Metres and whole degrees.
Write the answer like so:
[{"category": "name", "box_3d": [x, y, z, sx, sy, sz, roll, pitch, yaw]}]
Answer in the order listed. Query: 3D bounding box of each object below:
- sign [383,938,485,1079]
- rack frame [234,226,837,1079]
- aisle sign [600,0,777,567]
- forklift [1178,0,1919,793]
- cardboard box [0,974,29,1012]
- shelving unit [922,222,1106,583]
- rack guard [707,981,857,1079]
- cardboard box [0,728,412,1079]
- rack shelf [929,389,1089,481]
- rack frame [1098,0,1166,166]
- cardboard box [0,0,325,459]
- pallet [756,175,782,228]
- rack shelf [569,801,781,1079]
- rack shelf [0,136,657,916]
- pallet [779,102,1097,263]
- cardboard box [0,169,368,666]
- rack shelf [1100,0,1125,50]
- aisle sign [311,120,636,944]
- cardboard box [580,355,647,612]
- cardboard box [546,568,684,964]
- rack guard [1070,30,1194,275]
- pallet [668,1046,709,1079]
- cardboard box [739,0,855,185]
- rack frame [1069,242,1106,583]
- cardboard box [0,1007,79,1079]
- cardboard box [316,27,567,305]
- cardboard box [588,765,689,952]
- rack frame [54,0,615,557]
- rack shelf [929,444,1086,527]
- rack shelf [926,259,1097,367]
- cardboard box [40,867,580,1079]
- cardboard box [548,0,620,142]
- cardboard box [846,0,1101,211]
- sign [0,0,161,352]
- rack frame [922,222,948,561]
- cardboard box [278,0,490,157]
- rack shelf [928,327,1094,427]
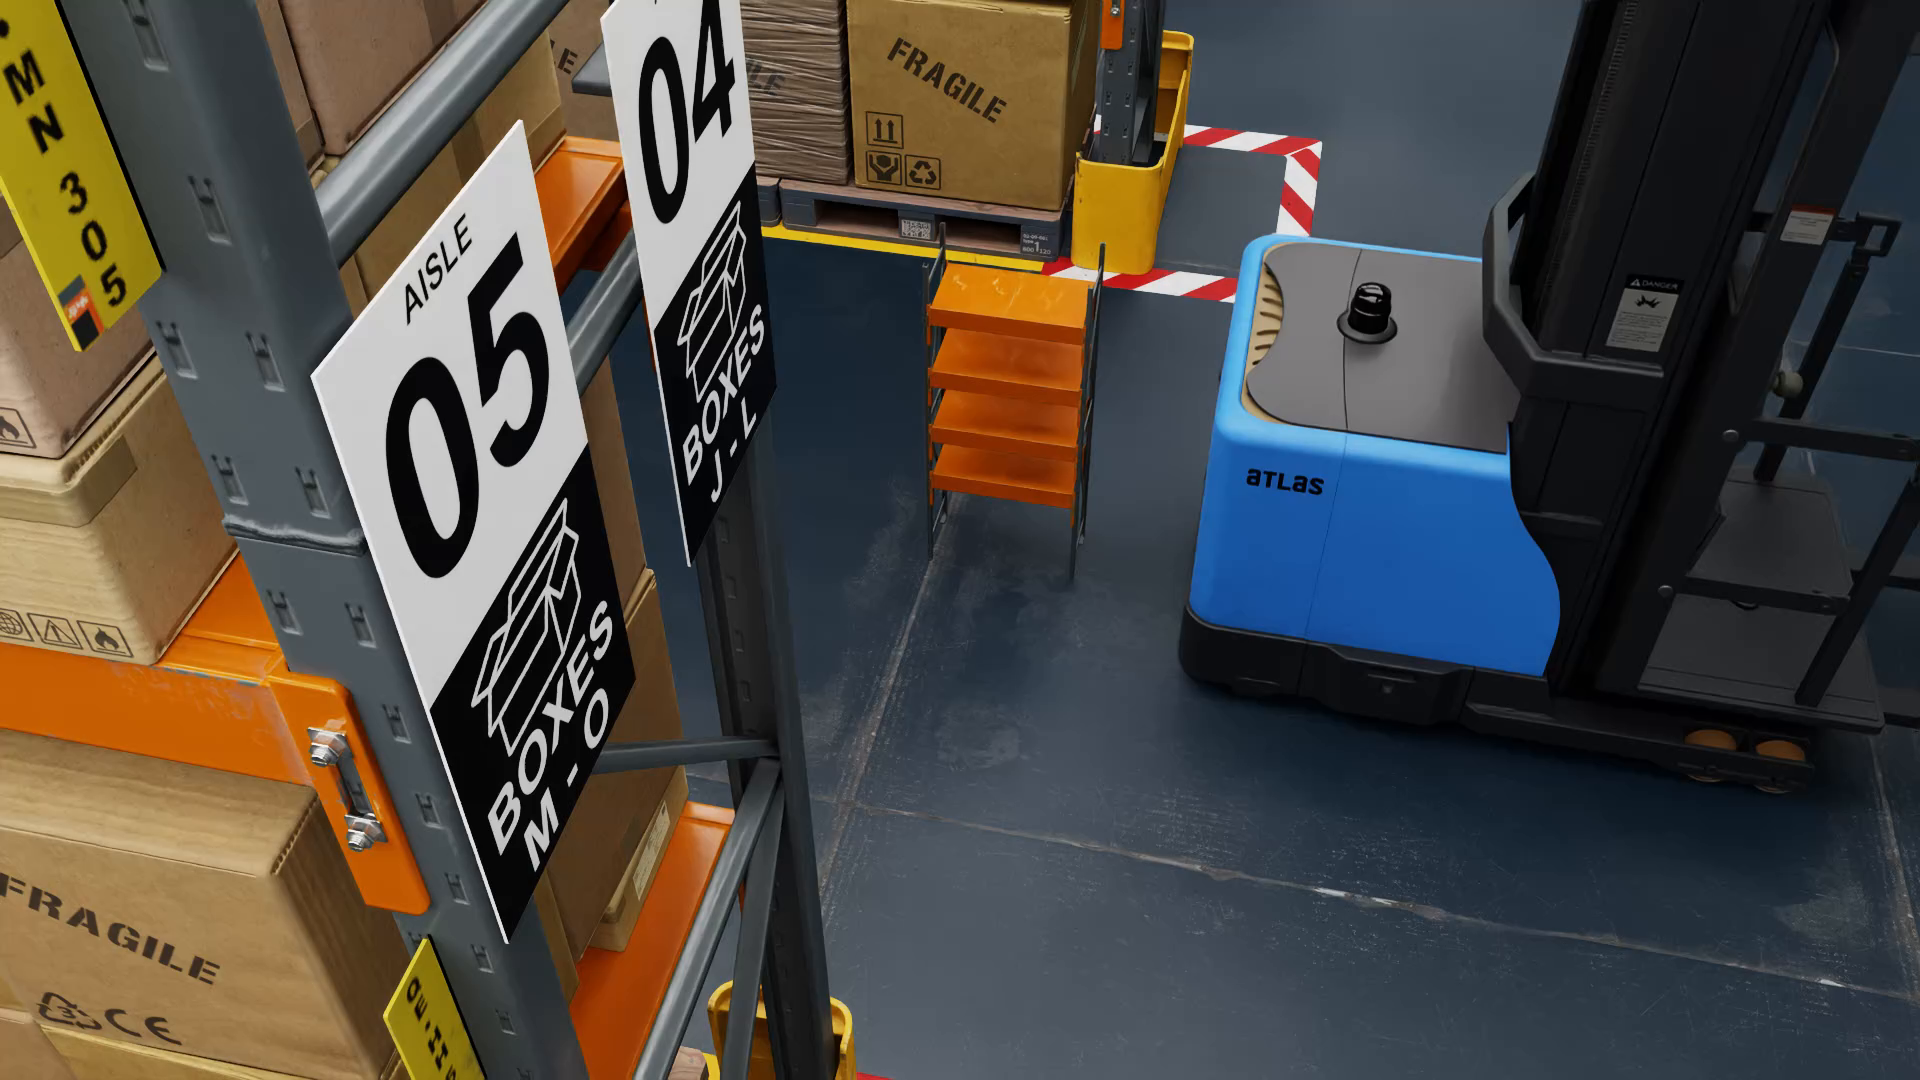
[{"category": "sign", "box_3d": [-0.600, 0.589, 1.912, 0.005, 0.325, 0.100, 9, 45, 9]}, {"category": "rack frame", "box_3d": [-0.459, 0.748, 2.810, 0.127, 3.000, 1.000, 9, 45, 9]}, {"category": "aisle sign", "box_3d": [-0.322, -0.381, 2.108, 0.004, 0.787, 0.394, 9, 45, 9]}, {"category": "forklift", "box_3d": [2.263, -0.707, 4.371, 3.031, 2.935, 1.130, 9, 45, 9]}, {"category": "cardboard box", "box_3d": [-1.454, 0.266, 2.303, 0.500, 0.500, 0.500, 7, 44, 8]}, {"category": "shelving unit", "box_3d": [0.162, -0.407, 5.308, 0.503, 1.200, 0.258, 9, 45, 9]}, {"category": "rack guard", "box_3d": [-0.533, 1.637, 3.689, 0.348, 0.500, 1.175, 9, 45, 9]}, {"category": "cardboard box", "box_3d": [-0.960, 0.343, 2.223, 0.500, 0.500, 0.500, 8, 44, 8]}, {"category": "rack shelf", "box_3d": [0.162, -0.359, 5.355, 0.480, 0.148, 0.258, 9, 45, 9]}, {"category": "rack frame", "box_3d": [0.723, -2.594, 6.282, 0.127, 3.000, 1.000, 9, 45, 9]}, {"category": "cardboard box", "box_3d": [-0.964, -0.357, 1.542, 0.500, 0.250, 0.500, 8, 44, 8]}, {"category": "pallet", "box_3d": [-1.262, -1.843, 7.513, 1.213, 0.211, 1.003, 9, 45, 9]}, {"category": "rack shelf", "box_3d": [-2.411, 0.704, 3.374, 4.000, 0.370, 1.077, 9, 45, 9]}, {"category": "rack shelf", "box_3d": [-2.411, -0.377, 2.334, 4.000, 0.370, 1.077, 9, 45, 9]}, {"category": "pallet", "box_3d": [-0.075, -1.657, 7.320, 1.213, 0.211, 1.003, 9, 45, 9]}, {"category": "cardboard box", "box_3d": [-0.961, -0.169, 1.708, 0.500, 0.250, 0.500, 8, 44, 8]}, {"category": "rack shelf", "box_3d": [-1.229, -2.637, 6.846, 4.000, 0.370, 1.077, 9, 45, 9]}, {"category": "aisle sign", "box_3d": [-0.453, 0.025, 1.686, 0.004, 0.787, 0.394, 9, 45, 9]}, {"category": "cardboard box", "box_3d": [-0.839, -0.004, 2.583, 0.500, 0.500, 0.500, 9, 45, 9]}, {"category": "cardboard box", "box_3d": [-0.837, 0.349, 2.937, 0.500, 0.500, 0.500, 11, 45, 11]}, {"category": "rack guard", "box_3d": [0.746, -1.690, 7.145, 0.348, 0.500, 1.175, 9, 45, 9]}, {"category": "pallet", "box_3d": [-1.318, 1.594, 3.942, 1.213, 0.211, 1.003, 9, 45, 9]}, {"category": "cardboard box", "box_3d": [-0.807, -2.160, 7.061, 0.875, 0.875, 0.875, 9, 45, 9]}, {"category": "rack frame", "box_3d": [0.400, -0.370, 5.269, 0.015, 1.200, 0.240, 9, 45, 9]}, {"category": "cardboard box", "box_3d": [-1.455, 0.629, 2.647, 0.500, 0.500, 0.500, 8, 45, 8]}, {"category": "cardboard box", "box_3d": [-0.841, -0.520, 2.072, 0.500, 0.250, 0.500, 10, 45, 11]}, {"category": "cardboard box", "box_3d": [-0.704, 0.567, 3.179, 0.250, 0.149, 0.380, 8, 45, 9]}, {"category": "rack frame", "box_3d": [-0.459, -1.414, 0.730, 0.127, 3.000, 1.000, 9, 45, 9]}, {"category": "rack shelf", "box_3d": [0.162, -0.216, 5.492, 0.480, 0.148, 0.258, 9, 45, 9]}, {"category": "rack shelf", "box_3d": [0.162, -0.690, 5.035, 0.480, 0.148, 0.258, 9, 45, 9]}, {"category": "cardboard box", "box_3d": [-0.954, 0.710, 2.562, 0.500, 0.500, 0.500, 10, 45, 10]}, {"category": "cardboard box", "box_3d": [-1.676, -2.295, 7.201, 0.875, 0.875, 0.875, 9, 45, 9]}, {"category": "cardboard box", "box_3d": [0.081, -2.022, 6.917, 0.875, 0.875, 0.875, 9, 45, 9]}, {"category": "sign", "box_3d": [-0.600, -0.280, 1.076, 0.005, 0.325, 0.100, 9, 45, 9]}, {"category": "rack frame", "box_3d": [-0.077, -0.444, 5.346, 0.015, 1.200, 0.240, 9, 45, 9]}, {"category": "cardboard box", "box_3d": [-0.840, -0.703, 1.902, 0.500, 0.250, 0.500, 9, 45, 10]}, {"category": "rack shelf", "box_3d": [0.162, -0.520, 5.199, 0.480, 0.148, 0.258, 9, 45, 9]}]
